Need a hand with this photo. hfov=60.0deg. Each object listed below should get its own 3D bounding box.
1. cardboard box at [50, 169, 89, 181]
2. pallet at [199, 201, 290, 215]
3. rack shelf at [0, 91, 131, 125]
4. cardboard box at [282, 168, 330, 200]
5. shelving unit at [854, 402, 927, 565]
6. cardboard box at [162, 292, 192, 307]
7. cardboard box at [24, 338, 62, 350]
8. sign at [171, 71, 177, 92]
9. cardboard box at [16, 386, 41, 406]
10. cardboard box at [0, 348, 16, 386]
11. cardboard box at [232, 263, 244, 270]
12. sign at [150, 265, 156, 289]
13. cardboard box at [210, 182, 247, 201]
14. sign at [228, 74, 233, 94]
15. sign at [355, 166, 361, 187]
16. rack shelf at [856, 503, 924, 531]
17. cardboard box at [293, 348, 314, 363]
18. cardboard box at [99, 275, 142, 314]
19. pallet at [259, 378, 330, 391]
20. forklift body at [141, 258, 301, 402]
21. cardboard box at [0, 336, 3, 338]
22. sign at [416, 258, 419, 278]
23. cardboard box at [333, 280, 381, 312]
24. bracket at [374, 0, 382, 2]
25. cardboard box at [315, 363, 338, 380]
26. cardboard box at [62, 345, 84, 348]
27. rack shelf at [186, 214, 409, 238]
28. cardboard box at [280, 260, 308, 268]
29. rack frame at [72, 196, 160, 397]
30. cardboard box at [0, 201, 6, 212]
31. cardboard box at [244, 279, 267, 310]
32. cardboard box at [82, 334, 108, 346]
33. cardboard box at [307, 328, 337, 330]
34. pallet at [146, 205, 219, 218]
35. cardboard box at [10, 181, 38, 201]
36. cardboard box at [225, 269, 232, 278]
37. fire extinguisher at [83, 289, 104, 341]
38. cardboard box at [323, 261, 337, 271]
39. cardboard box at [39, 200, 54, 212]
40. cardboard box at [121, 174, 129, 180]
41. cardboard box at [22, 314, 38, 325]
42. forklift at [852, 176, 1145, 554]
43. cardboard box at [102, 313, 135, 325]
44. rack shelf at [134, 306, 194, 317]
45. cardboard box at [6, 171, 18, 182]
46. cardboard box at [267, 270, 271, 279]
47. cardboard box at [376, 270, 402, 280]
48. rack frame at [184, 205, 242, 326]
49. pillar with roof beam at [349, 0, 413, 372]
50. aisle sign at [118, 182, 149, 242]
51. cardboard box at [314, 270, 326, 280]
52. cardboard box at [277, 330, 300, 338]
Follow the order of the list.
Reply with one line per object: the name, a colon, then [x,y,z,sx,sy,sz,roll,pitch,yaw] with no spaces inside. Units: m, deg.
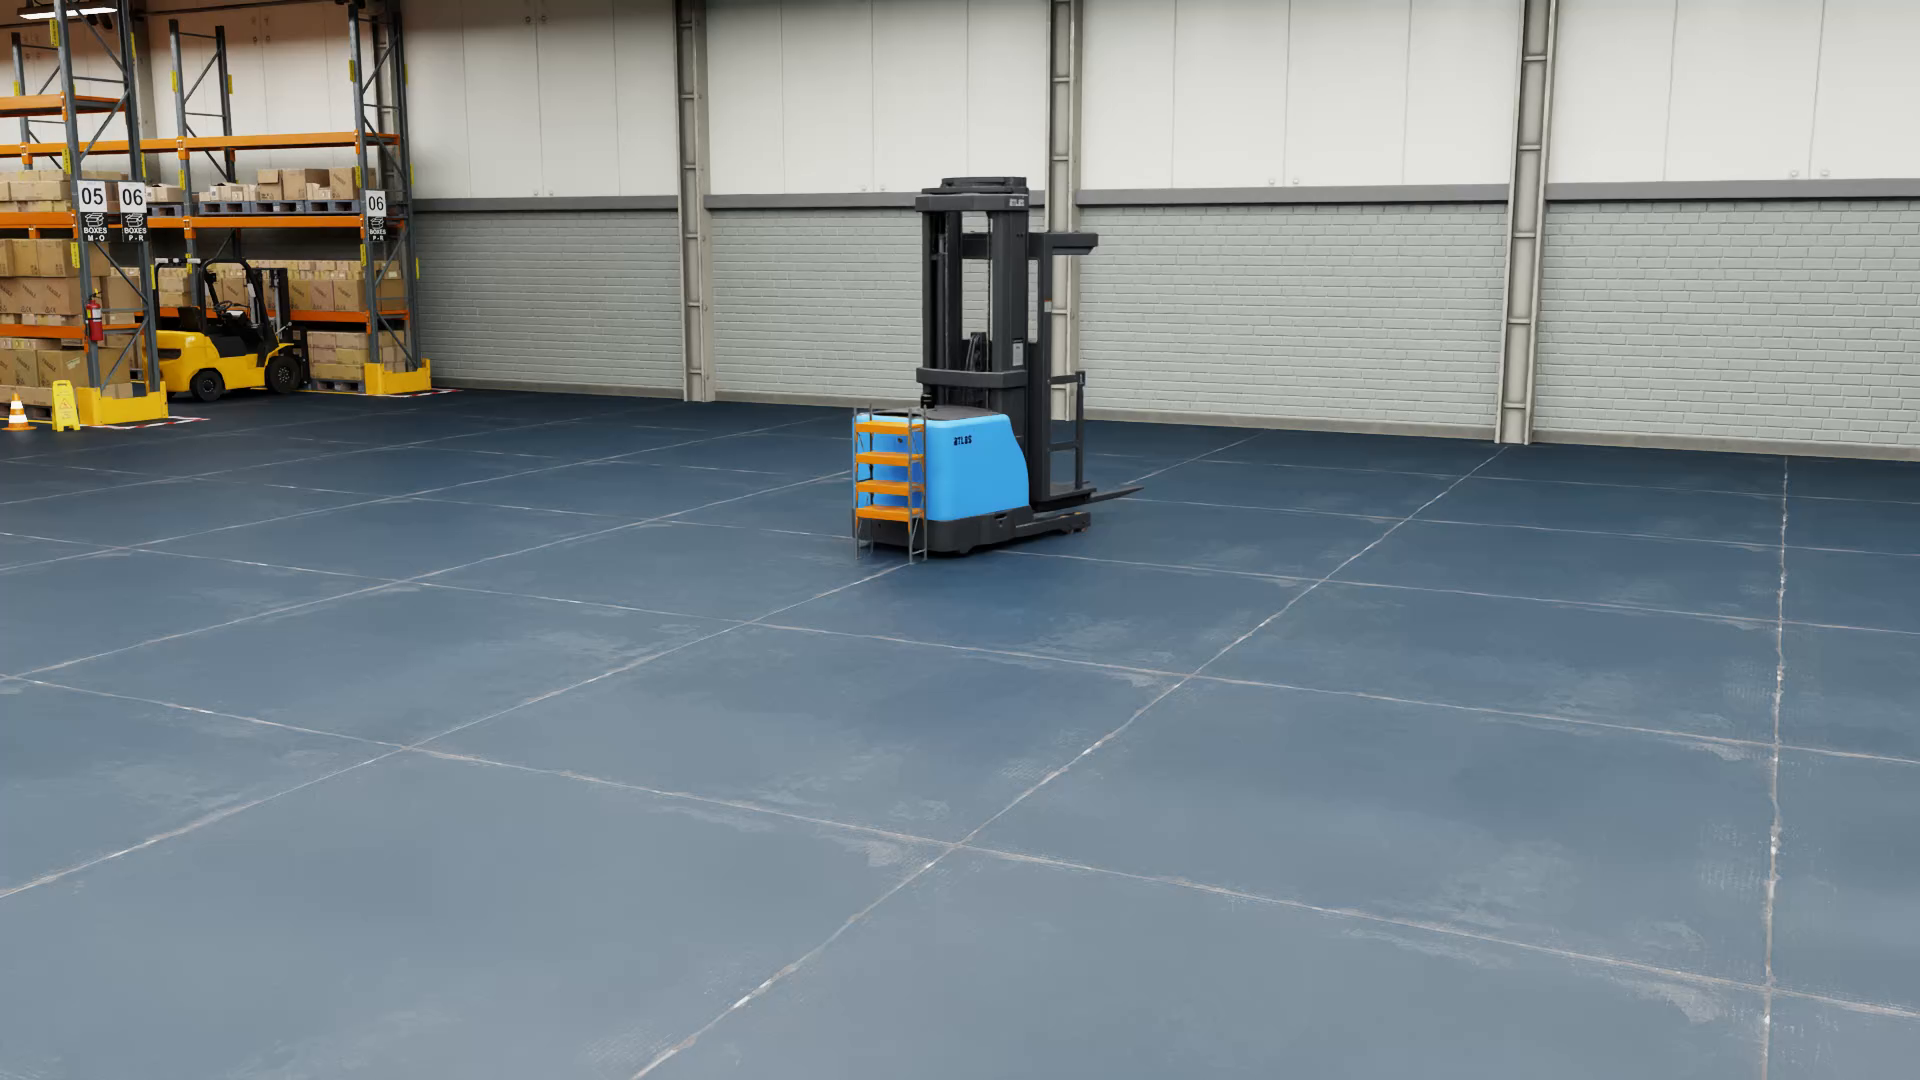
cardboard box: [-11.777,-4.822,21.997,0.250,0.149,0.380,5,11,26]
pallet: [-11.961,-5.576,27.941,1.213,0.211,1.003,5,11,26]
rack shelf: [-13.137,-5.852,22.827,4.000,0.370,1.077,5,11,26]
cardboard box: [-10.529,-5.765,26.997,0.500,0.500,0.700,5,11,26]
shelving unit: [-0.533,-0.439,12.784,0.503,1.200,0.258,6,12,29]
cardboard box: [-13.305,-4.130,28.551,0.500,0.250,0.500,5,12,27]
cardboard box: [-12.536,-2.680,22.728,0.250,0.149,0.380,5,12,27]
sign: [-12.967,-7.569,27.441,0.005,0.325,0.100,5,11,26]
cardboard box: [-12.648,-2.015,22.980,0.500,0.250,0.500,5,11,26]
cardboard box: [-13.096,-2.424,23.135,0.500,0.500,0.500,5,11,24]
cardboard box: [-11.890,-4.587,27.715,0.250,0.149,0.380,5,12,27]
sign: [-11.103,-3.611,22.827,0.005,0.325,0.100,5,11,26]
cardboard box: [-12.099,-5.790,27.666,0.500,0.311,0.500,5,12,27]
sign: [-12.470,-7.783,28.397,0.005,0.325,0.100,5,11,26]
sign: [-9.403,-5.678,25.996,0.005,0.325,0.100,5,11,26]
rack shelf: [-0.533,-0.177,12.832,0.480,0.148,0.258,6,12,29]
cardboard box: [-10.642,-3.058,27.341,0.500,0.250,0.500,5,11,25]
cardboard box: [-11.645,-3.375,22.841,0.500,0.500,0.500,5,11,25]
pallet: [-10.944,-2.669,27.884,1.213,0.211,1.003,5,11,26]
forklift body: [-11.658,-3.332,26.099,1.214,2.155,2.313,5,11,26]
cardboard box: [-17.713,-3.579,30.923,0.500,0.500,0.500,6,12,28]
sign: [-8.899,-4.444,27.210,0.005,0.325,0.100,5,11,26]
cardboard box: [-9.708,-3.937,26.781,0.500,0.500,0.500,5,11,25]
bracket: [-9.161,-8.724,26.557,0.430,0.232,0.235,5,11,26]
cardboard box: [-10.153,-2.772,27.166,0.500,0.250,0.500,5,11,26]
cardboard box: [-12.436,-2.471,23.395,0.500,0.500,0.500,5,11,24]
rack shelf: [-10.944,-5.171,27.475,4.000,0.370,1.077,5,11,26]
cardboard box: [-10.943,-4.520,27.347,0.250,0.149,0.380,5,11,27]
rack frame: [-11.343,-3.098,22.426,0.127,3.000,1.000,5,11,26]
cardboard box: [-12.923,-4.539,22.672,0.250,0.149,0.380,5,11,24]
cardboard box: [-11.526,-4.101,27.685,0.500,0.500,0.500,5,11,25]
cardboard box: [-15.182,-3.458,29.904,0.625,0.625,0.875,5,12,28]
cardboard box: [-10.847,-3.426,27.973,0.500,0.250,0.500,5,11,25]
pallet: [-13.534,-5.656,28.672,1.217,0.209,0.805,5,11,24]
cardboard box: [-12.366,-4.686,22.362,0.500,0.250,0.500,5,11,25]
cardboard box: [-12.089,-4.471,27.911,0.250,0.149,0.380,5,11,26]
fire extinguisher: [-11.444,-2.977,21.976,0.183,0.674,0.296,5,11,26]
cardboard box: [-10.046,-4.431,26.854,0.250,0.149,0.380,5,12,27]
cardboard box: [-12.024,-4.448,22.169,0.250,0.149,0.380,5,11,26]
cardboard box: [-14.870,-6.126,28.995,0.500,0.500,0.500,5,12,27]
cardboard box: [-12.514,-3.011,22.650,0.250,0.149,0.380,5,12,27]
forklift: [0.459,-1.539,14.005,1.130,2.935,3.031,9,13,39]
cardboard box: [-11.556,-3.034,22.779,0.250,0.149,0.380,5,11,26]
rack shelf: [-14.531,-4.010,29.484,4.000,0.370,1.077,5,11,26]
cardboard box: [-12.649,-4.915,22.506,0.250,0.149,0.380,5,11,26]
cardboard box: [-11.190,-4.383,27.421,0.250,0.149,0.380,5,11,25]
cardboard box: [-9.339,-4.328,27.117,0.250,0.149,0.380,5,11,24]
rack frame: [-12.737,-4.206,28.549,0.127,3.000,1.000,5,11,26]
pillar with roof beam: [-11.281,-6.354,23.573,0.548,9.000,9.100,5,11,26]
aisle sign: [-11.150,-4.422,22.441,0.004,0.787,0.394,5,11,26]
cardboard box: [-10.250,-4.309,27.014,0.250,0.149,0.380,5,11,25]
cardboard box: [-11.070,-3.342,27.507,0.500,0.250,0.500,5,11,25]
